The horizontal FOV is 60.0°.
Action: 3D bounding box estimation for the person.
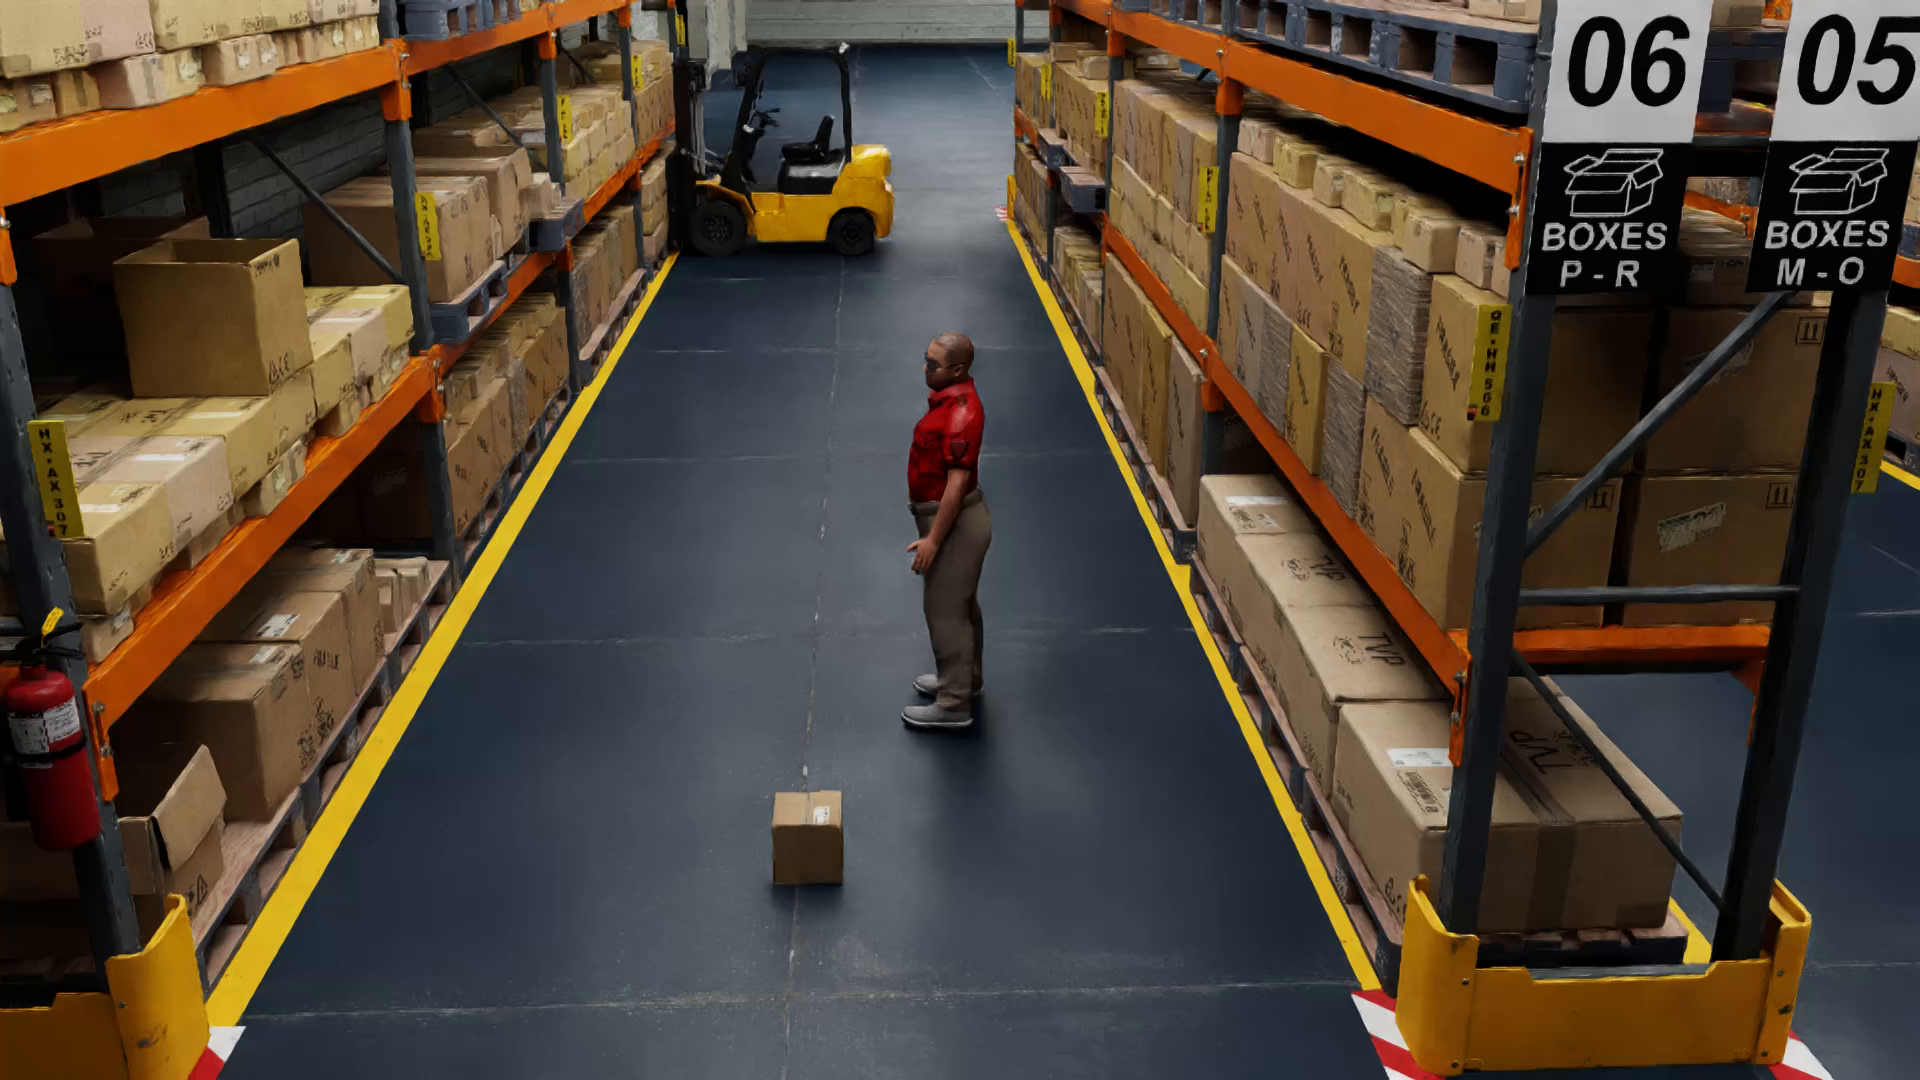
[{"bbox_3d":[-0.062,-0.047,7.170,0.397,1.736,0.570,0,20,-1],"label":"person"}]
